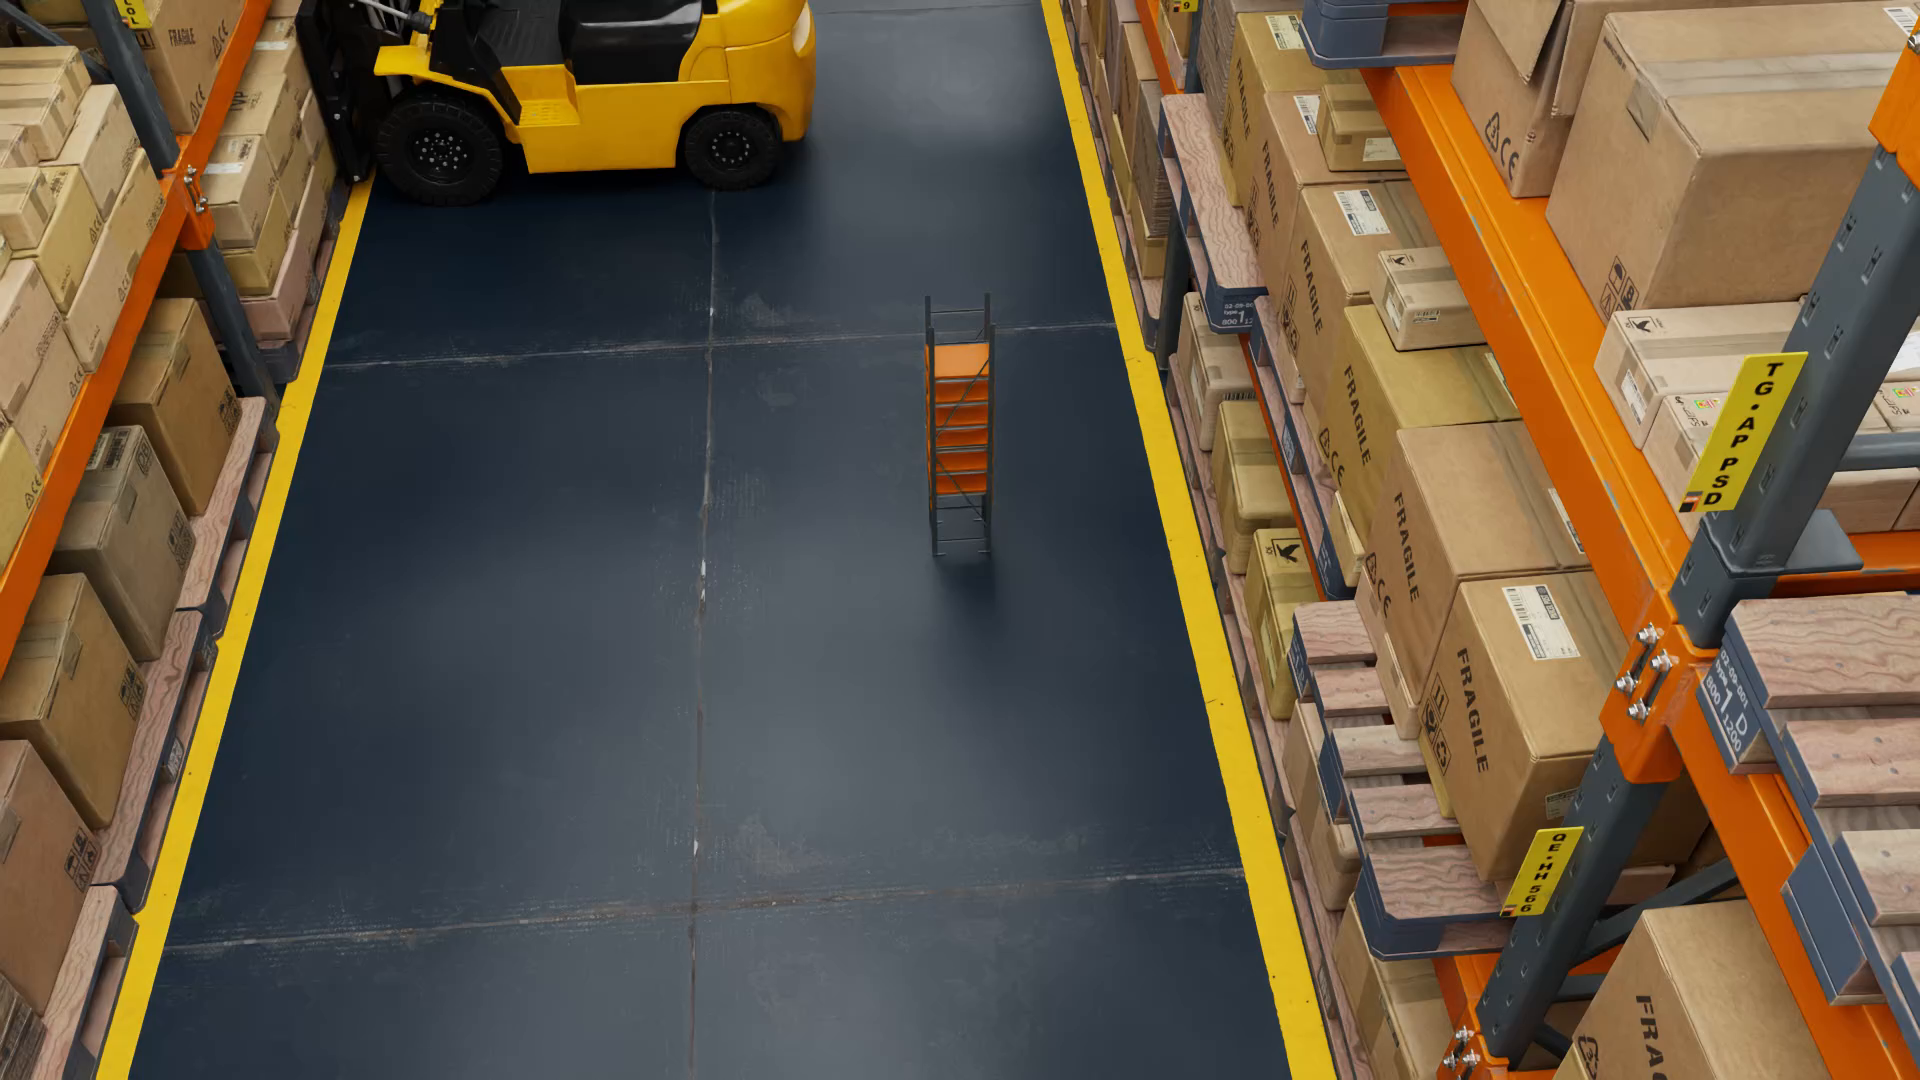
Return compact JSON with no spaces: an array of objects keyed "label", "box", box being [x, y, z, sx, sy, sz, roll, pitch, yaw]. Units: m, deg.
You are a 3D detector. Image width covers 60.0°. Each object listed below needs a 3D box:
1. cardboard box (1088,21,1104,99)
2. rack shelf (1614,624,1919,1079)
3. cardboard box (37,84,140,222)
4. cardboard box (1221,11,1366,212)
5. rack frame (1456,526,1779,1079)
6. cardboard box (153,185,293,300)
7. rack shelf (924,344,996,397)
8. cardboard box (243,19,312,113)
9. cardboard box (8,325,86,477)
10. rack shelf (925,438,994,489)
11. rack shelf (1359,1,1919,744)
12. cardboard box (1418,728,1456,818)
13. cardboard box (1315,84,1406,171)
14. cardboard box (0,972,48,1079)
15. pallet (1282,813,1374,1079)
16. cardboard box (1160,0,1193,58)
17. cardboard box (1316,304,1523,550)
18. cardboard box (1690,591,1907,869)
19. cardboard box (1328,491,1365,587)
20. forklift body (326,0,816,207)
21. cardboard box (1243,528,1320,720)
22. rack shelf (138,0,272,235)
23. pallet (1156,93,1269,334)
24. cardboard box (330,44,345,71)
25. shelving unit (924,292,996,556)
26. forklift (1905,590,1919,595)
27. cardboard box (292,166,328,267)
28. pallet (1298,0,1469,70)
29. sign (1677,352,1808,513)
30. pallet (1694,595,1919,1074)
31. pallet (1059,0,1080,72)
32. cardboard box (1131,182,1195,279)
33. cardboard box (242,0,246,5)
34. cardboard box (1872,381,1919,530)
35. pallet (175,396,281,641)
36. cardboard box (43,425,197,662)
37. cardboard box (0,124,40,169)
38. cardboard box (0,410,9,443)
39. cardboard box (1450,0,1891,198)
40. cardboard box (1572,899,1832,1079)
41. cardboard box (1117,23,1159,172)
[{"label":"cardboard box","box":[0.955,-2.605,8.892,0.500,0.250,0.500,-1,47,-1]},{"label":"rack shelf","box":[1.907,1.681,1.658,1.077,0.370,4.000,-3,47,-3]},{"label":"cardboard box","box":[-3.245,-1.352,5.860,0.500,0.250,0.500,-4,47,-4]},{"label":"cardboard box","box":[1.201,-1.438,5.620,0.500,0.500,0.500,-3,47,-3]},{"label":"rack frame","box":[1.739,1.018,3.856,1.000,3.000,0.127,-3,47,-3]},{"label":"cardboard box","box":[-3.274,-1.311,7.323,0.500,0.250,0.500,-4,47,-3]},{"label":"rack shelf","box":[-0.001,-0.640,6.232,0.258,0.103,0.180,-3,47,-3]},{"label":"cardboard box","box":[-3.355,-2.213,7.833,0.500,0.250,0.500,-2,47,-2]},{"label":"cardboard box","box":[-3.180,-0.447,5.347,0.500,0.250,0.500,-3,47,-3]},{"label":"rack shelf","box":[-0.001,-0.310,6.580,0.258,0.103,0.180,-3,47,-3]},{"label":"rack shelf","box":[1.572,-1.213,4.399,1.077,0.370,4.000,-3,47,-3]},{"label":"cardboard box","box":[1.383,0.548,4.186,0.380,0.149,0.250,-3,47,-3]},{"label":"cardboard box","box":[1.285,-1.239,4.984,0.380,0.149,0.250,-1,47,-1]},{"label":"cardboard box","box":[-3.245,1.543,4.706,0.875,0.625,0.625,-2,47,-2]},{"label":"pallet","box":[1.676,1.411,5.404,1.003,0.211,1.213,-3,47,-3]},{"label":"cardboard box","box":[1.120,-2.319,6.743,0.500,0.500,0.500,-5,47,-4]},{"label":"cardboard box","box":[1.327,-0.313,4.554,0.500,0.500,0.500,-6,47,-6]},{"label":"cardboard box","box":[1.932,0.397,3.881,0.500,0.500,0.500,-5,47,-4]},{"label":"cardboard box","box":[1.267,-0.013,4.717,0.380,0.149,0.250,-3,47,-3]},{"label":"forklift body","box":[-1.899,-2.913,8.164,2.313,2.155,1.214,-3,47,-3]},{"label":"cardboard box","box":[1.575,0.285,6.071,0.950,0.372,0.625,-2,47,-2]},{"label":"rack shelf","box":[-3.709,-2.771,7.941,1.077,0.370,4.000,-3,47,-3]},{"label":"pallet","box":[1.324,-1.248,6.135,1.003,0.211,1.213,-3,47,-3]},{"label":"cardboard box","box":[-3.390,-2.405,8.359,0.500,0.250,0.500,-4,47,-3]},{"label":"shelving unit","box":[-0.001,-0.423,6.461,0.258,1.200,0.189,-3,47,-3]},{"label":"forklift","box":[4.513,0.222,4.657,3.031,2.935,1.130,6,47,5]},{"label":"cardboard box","box":[-3.310,-1.507,7.852,0.500,0.250,0.500,-4,47,-4]},{"label":"pallet","box":[1.440,-1.640,4.437,1.213,0.211,1.003,-3,47,-3]},{"label":"sign","box":[1.199,-0.160,2.550,0.100,0.325,0.005,-3,47,-3]},{"label":"pallet","box":[1.846,0.514,2.398,1.213,0.211,1.003,-2,47,-1]},{"label":"pallet","box":[1.109,-3.166,9.740,1.003,0.211,1.213,-3,47,-3]},{"label":"cardboard box","box":[1.087,-1.486,7.833,0.500,0.250,0.500,-2,47,-1]},{"label":"cardboard box","box":[-3.422,-2.685,7.295,0.500,0.500,0.500,-4,47,-4]},{"label":"cardboard box","box":[1.883,-0.165,3.084,0.380,0.149,0.250,-3,47,-3]},{"label":"pallet","box":[-3.441,-0.082,6.819,1.003,0.211,1.213,-3,47,-3]},{"label":"cardboard box","box":[-3.429,0.039,6.130,0.875,0.625,0.625,-4,47,-4]},{"label":"cardboard box","box":[-3.284,-1.230,5.469,0.380,0.149,0.250,-4,47,-3]},{"label":"cardboard box","box":[-3.135,-0.244,4.811,0.500,0.250,0.500,-3,47,-3]},{"label":"cardboard box","box":[1.583,-1.151,3.773,0.797,0.503,0.637,-3,47,-3]},{"label":"cardboard box","box":[1.537,1.012,3.105,0.500,0.500,0.500,-5,47,-5]},{"label":"cardboard box","box":[1.043,-2.112,7.909,0.500,0.500,0.500,-3,47,-3]}]
